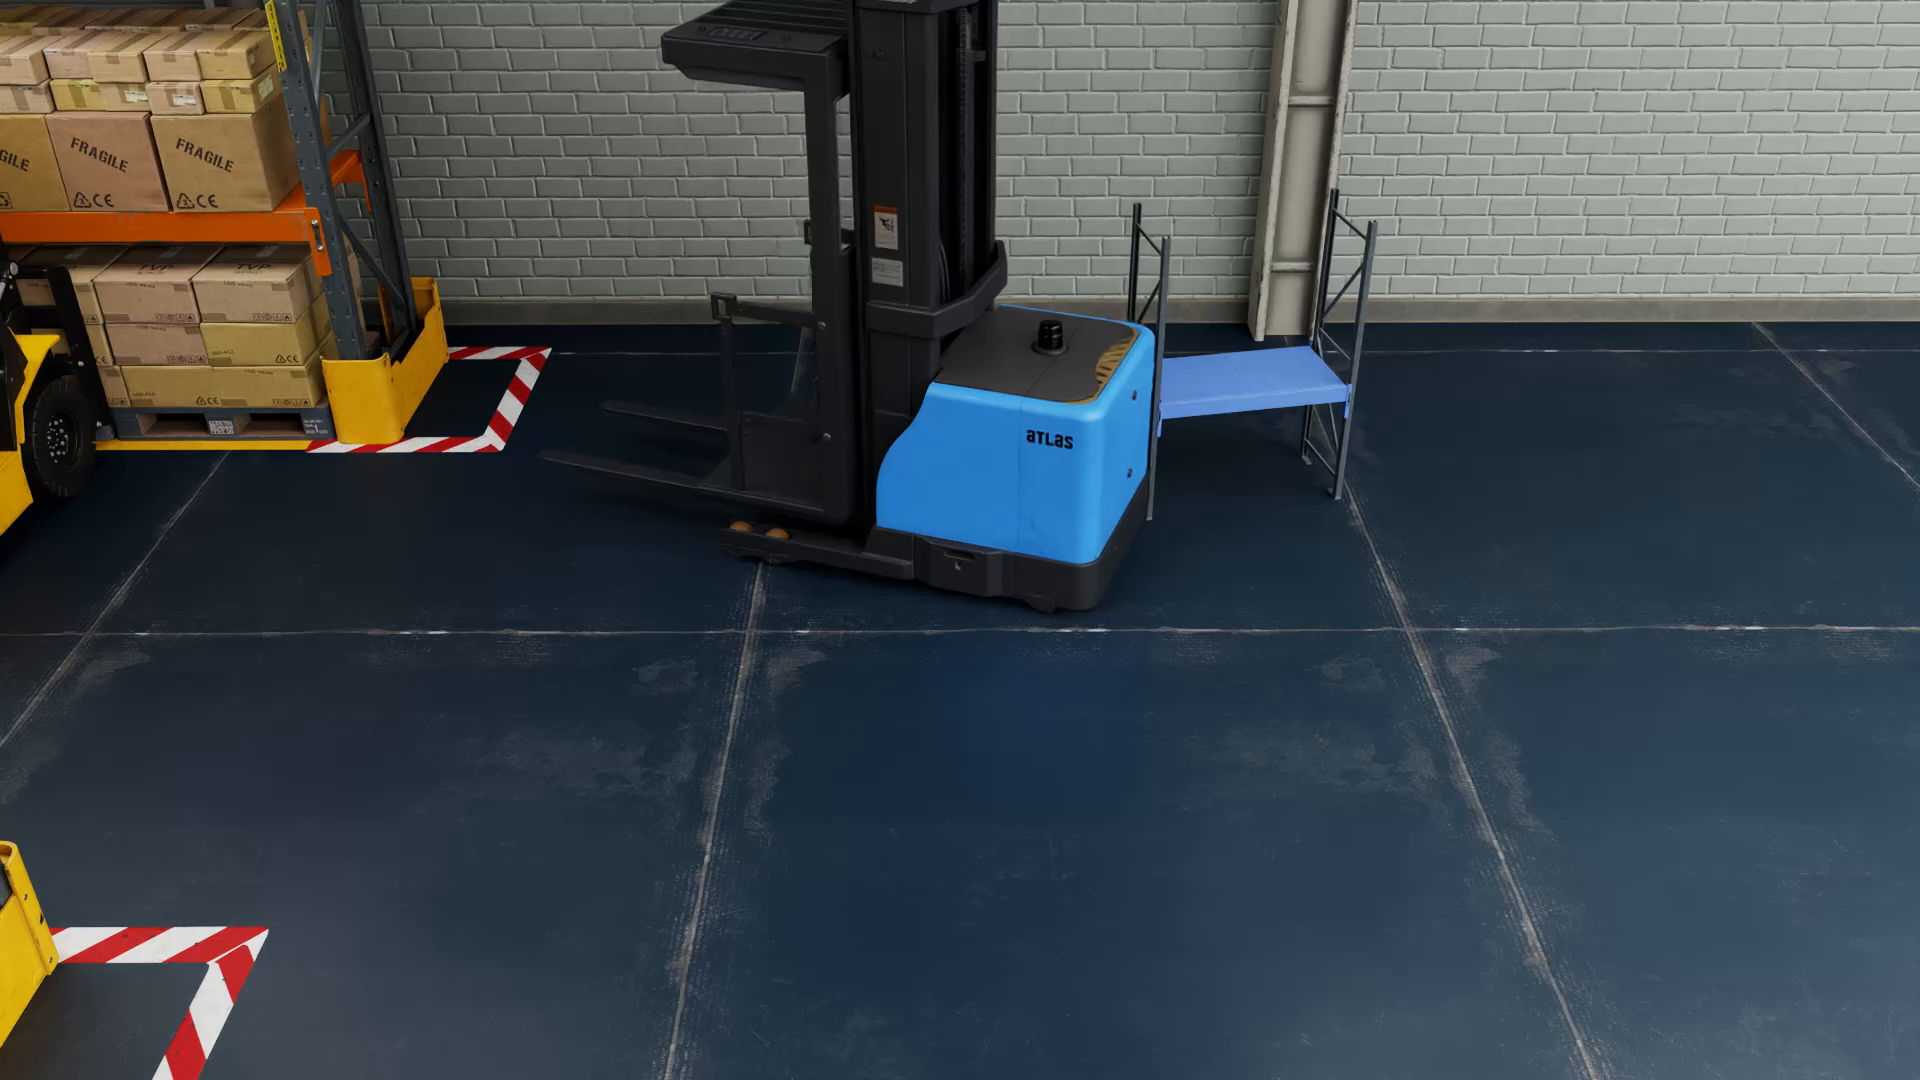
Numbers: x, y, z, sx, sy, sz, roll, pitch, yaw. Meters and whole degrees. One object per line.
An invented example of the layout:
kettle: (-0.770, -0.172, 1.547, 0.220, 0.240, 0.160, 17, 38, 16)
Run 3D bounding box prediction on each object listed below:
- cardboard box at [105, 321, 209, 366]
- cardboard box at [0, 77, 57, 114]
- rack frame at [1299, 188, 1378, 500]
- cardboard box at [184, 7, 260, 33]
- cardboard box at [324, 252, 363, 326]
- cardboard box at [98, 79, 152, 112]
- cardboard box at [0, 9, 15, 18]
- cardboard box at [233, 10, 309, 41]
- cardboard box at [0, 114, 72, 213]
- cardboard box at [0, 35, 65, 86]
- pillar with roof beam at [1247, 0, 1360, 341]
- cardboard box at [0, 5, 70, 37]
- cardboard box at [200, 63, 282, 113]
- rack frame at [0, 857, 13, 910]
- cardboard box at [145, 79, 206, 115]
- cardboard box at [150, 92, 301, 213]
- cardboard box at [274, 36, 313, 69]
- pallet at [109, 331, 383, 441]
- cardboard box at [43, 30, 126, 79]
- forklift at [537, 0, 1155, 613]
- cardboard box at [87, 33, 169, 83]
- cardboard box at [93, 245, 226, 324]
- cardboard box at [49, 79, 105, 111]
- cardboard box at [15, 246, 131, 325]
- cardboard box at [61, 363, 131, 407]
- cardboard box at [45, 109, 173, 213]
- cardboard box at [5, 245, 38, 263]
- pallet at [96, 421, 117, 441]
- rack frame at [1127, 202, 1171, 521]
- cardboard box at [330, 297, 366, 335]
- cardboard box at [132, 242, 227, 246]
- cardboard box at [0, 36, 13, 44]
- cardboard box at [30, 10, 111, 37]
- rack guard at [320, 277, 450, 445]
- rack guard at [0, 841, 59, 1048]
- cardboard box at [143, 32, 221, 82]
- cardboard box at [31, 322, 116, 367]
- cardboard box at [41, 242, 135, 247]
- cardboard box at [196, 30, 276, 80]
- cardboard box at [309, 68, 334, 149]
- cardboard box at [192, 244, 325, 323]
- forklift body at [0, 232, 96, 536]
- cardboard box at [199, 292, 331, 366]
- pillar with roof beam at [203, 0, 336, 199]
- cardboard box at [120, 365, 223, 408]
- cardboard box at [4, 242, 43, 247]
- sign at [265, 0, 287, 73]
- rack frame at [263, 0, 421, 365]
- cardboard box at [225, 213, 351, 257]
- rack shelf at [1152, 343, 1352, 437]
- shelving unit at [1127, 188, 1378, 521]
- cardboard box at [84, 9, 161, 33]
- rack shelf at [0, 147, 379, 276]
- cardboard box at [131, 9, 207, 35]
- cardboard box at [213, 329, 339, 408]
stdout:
cardboard box: (-4.269, -1.168, 9.047, 0.500, 0.250, 0.500, 0, 31, -1)
cardboard box: (-4.657, -2.278, 8.391, 0.250, 0.149, 0.380, -1, 31, -2)
rack frame: (1.901, -0.976, 8.412, 0.032, 1.500, 0.500, -6, 32, -10)
cardboard box: (-3.886, -2.698, 8.797, 0.250, 0.149, 0.380, 1, 31, 1)
cardboard box: (-3.754, -1.434, 9.485, 0.500, 0.250, 0.500, 0, 31, 1)
cardboard box: (-4.142, -2.298, 8.424, 0.250, 0.149, 0.380, 0, 31, 1)
cardboard box: (-5.166, -2.677, 8.761, 0.250, 0.149, 0.380, 0, 31, 0)
cardboard box: (-3.619, -2.667, 8.745, 0.250, 0.149, 0.380, -1, 31, -1)
cardboard box: (-4.804, -2.016, 8.585, 0.500, 0.500, 0.500, -1, 31, -1)
cardboard box: (-4.656, -2.394, 8.296, 0.250, 0.149, 0.380, 1, 31, 1)
pillar with roof beam: (2.042, -2.926, 4.397, 0.400, 9.000, 9.100, 0, 31, 0)
cardboard box: (-4.919, -2.719, 8.831, 0.250, 0.149, 0.380, -1, 31, -1)
cardboard box: (-3.627, -2.283, 8.400, 0.250, 0.149, 0.380, 0, 31, 0)
rack frame: (-3.248, 0.465, 4.592, 0.127, 3.000, 1.000, 0, 31, 0)
cardboard box: (-3.883, -2.267, 8.373, 0.250, 0.149, 0.380, 0, 31, 0)
cardboard box: (-3.773, -2.015, 8.582, 0.500, 0.500, 0.500, -1, 31, -1)
cardboard box: (-3.623, -2.563, 8.861, 0.250, 0.149, 0.380, -1, 31, -2)
pallet: (-4.047, -0.893, 9.519, 1.213, 0.211, 1.003, 0, 31, 0)
cardboard box: (-4.396, -2.453, 8.392, 0.250, 0.149, 0.380, 0, 31, 0)
forklift: (-0.637, -1.383, 7.703, 3.031, 2.935, 1.130, 11, 33, 17)
cardboard box: (-4.147, -2.415, 8.330, 0.250, 0.149, 0.380, 0, 31, 1)
cardboard box: (-4.251, -1.373, 8.904, 0.500, 0.250, 0.500, 0, 31, 1)
cardboard box: (-4.390, -2.303, 8.433, 0.250, 0.149, 0.380, 0, 31, -1)
cardboard box: (-4.756, -1.367, 8.893, 0.500, 0.250, 0.500, 0, 31, 0)
cardboard box: (-4.748, -0.955, 9.178, 0.500, 0.250, 0.500, 0, 31, 0)
cardboard box: (-4.292, -2.018, 8.588, 0.500, 0.500, 0.500, 1, 31, 1)
cardboard box: (-5.263, -1.369, 8.896, 0.500, 0.250, 0.500, -1, 31, -1)
pallet: (-5.264, -0.891, 9.515, 1.213, 0.211, 1.003, 0, 31, 0)
rack frame: (0.906, -0.867, 8.234, 0.032, 1.500, 0.500, -6, 32, -10)
cardboard box: (-3.774, -1.214, 9.604, 0.500, 0.250, 0.500, 0, 31, 0)
cardboard box: (-4.264, -1.634, 9.334, 0.500, 0.250, 0.500, 0, 31, 0)
cardboard box: (-4.915, -2.391, 8.290, 0.250, 0.149, 0.380, 0, 31, 1)
cardboard box: (-4.656, -2.668, 8.748, 0.250, 0.149, 0.380, 1, 31, 1)
rack guard: (-3.258, -1.041, 9.484, 0.348, 0.500, 1.175, 0, 31, 0)
rack guard: (-3.324, 1.534, 5.240, 0.348, 0.500, 1.175, 0, 31, 0)
cardboard box: (-3.886, -2.430, 8.354, 0.250, 0.149, 0.380, 0, 31, 0)
cardboard box: (-4.785, -1.155, 9.026, 0.500, 0.250, 0.500, -1, 31, -1)
cardboard box: (-4.764, -1.638, 9.341, 0.500, 0.250, 0.500, 0, 31, -1)
cardboard box: (-3.639, -2.447, 8.382, 0.250, 0.149, 0.380, 0, 31, 0)
cardboard box: (-3.779, -2.295, 9.044, 0.500, 0.500, 0.500, 1, 31, 1)
cardboard box: (-3.741, -1.378, 8.911, 0.500, 0.250, 0.500, 1, 31, 1)
forklift body: (-5.167, -0.795, 7.486, 1.214, 2.155, 2.313, 0, 31, 0)
cardboard box: (-3.767, -1.164, 9.040, 0.500, 0.250, 0.500, -1, 31, -1)
pillar with roof beam: (-3.958, -2.907, 4.366, 0.400, 9.000, 9.100, 0, 31, 0)
cardboard box: (-4.247, -0.952, 9.173, 0.500, 0.250, 0.500, 0, 31, 0)
cardboard box: (-5.276, -1.640, 9.344, 0.500, 0.250, 0.500, -1, 31, -1)
sign: (-3.293, -2.425, 8.010, 0.005, 0.325, 0.100, 0, 31, 0)
rack frame: (-3.282, -2.110, 8.835, 0.127, 3.000, 1.000, 0, 31, 0)
cardboard box: (-3.764, -1.638, 9.340, 0.500, 0.250, 0.500, -1, 31, -1)
rack shelf: (1.403, -0.768, 8.416, 1.000, 0.185, 0.538, -6, 32, -10)
shelving unit: (1.403, -0.921, 8.323, 1.048, 1.500, 0.538, -6, 32, -10)
cardboard box: (-4.393, -2.682, 8.771, 0.250, 0.149, 0.380, 0, 31, 0)
rack shelf: (-5.282, -1.796, 9.012, 4.000, 0.370, 1.077, 0, 31, 0)
cardboard box: (-4.145, -2.675, 8.759, 0.250, 0.149, 0.380, 0, 31, 1)
cardboard box: (-3.750, -0.948, 9.167, 0.500, 0.250, 0.500, 0, 31, 0)
